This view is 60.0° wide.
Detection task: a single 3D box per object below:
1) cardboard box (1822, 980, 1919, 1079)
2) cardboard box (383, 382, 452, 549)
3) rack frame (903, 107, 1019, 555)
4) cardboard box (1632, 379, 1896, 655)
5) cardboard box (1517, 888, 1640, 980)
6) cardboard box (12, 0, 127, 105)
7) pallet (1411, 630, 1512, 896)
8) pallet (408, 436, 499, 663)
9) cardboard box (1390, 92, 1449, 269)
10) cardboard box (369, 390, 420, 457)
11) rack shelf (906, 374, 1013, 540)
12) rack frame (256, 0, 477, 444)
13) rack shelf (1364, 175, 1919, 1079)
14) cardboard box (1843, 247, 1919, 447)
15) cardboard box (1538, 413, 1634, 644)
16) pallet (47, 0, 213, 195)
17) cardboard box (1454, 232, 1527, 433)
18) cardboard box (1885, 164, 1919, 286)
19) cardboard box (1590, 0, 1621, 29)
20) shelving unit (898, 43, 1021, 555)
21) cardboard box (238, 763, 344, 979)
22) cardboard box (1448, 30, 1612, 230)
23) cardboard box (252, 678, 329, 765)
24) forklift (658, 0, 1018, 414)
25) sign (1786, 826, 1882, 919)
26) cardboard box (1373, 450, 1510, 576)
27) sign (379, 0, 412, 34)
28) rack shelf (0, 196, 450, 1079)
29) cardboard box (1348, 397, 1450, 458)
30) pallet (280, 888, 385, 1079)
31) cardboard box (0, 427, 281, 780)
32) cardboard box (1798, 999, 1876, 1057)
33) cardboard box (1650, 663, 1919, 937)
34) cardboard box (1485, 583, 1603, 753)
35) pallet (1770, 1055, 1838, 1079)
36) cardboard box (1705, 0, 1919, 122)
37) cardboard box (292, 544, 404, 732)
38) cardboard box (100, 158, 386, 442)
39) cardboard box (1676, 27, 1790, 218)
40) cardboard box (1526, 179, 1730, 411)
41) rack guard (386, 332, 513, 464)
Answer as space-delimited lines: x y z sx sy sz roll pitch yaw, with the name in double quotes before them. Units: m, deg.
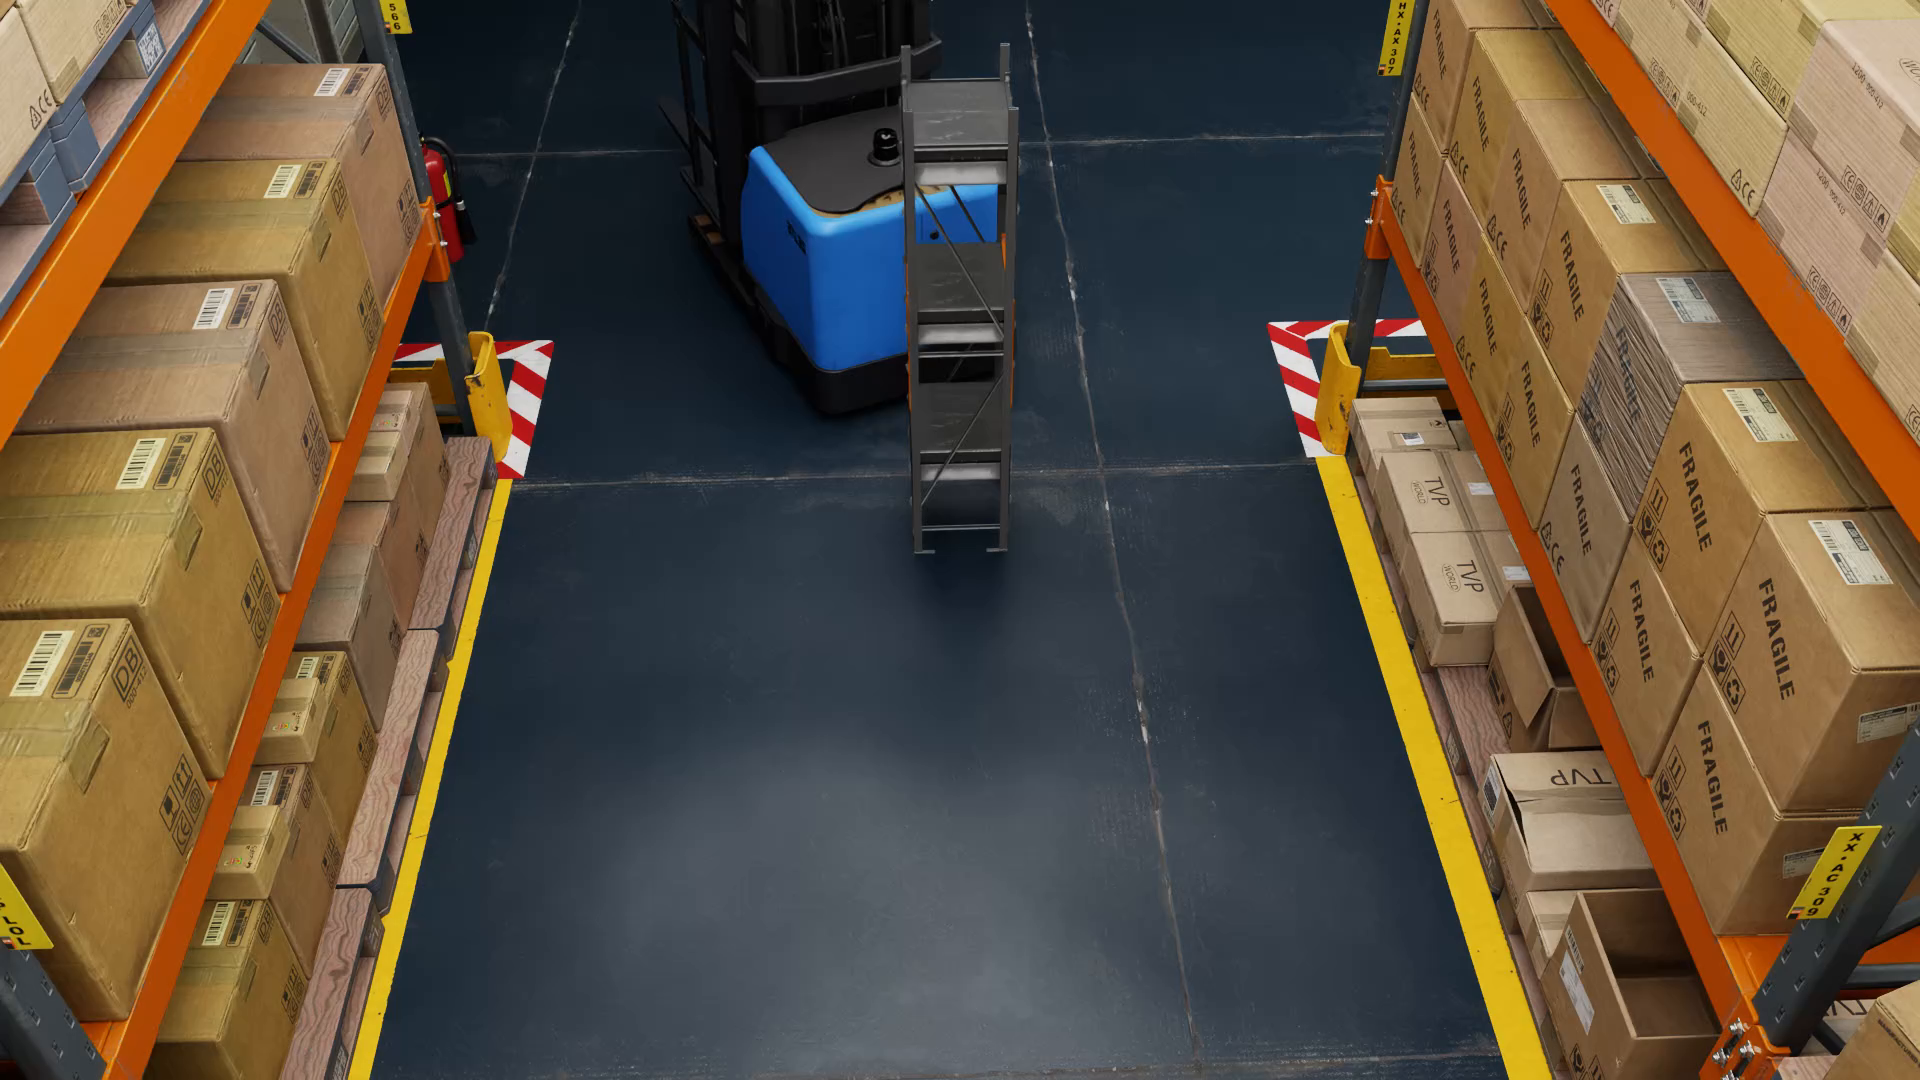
"cardboard box" 2.231 1.156 3.384 0.700 0.500 0.500 -15 45 -16
"cardboard box" -2.555 -0.298 6.894 0.700 0.500 0.500 -2 43 -2
"rack frame" 0.003 -0.721 6.483 0.400 2.100 0.015 -2 43 -2
"cardboard box" 2.130 -0.064 4.286 0.500 0.500 0.500 -2 43 -3
"cardboard box" 2.051 1.282 5.416 0.380 0.149 0.250 -2 43 -2
"cardboard box" -2.317 -1.241 3.890 0.500 0.250 0.500 -3 43 -3
"pallet" 2.351 0.760 6.265 1.003 0.211 1.213 -2 43 -2
"pallet" -2.572 0.031 7.060 1.003 0.211 1.213 -2 43 -2
"cardboard box" 2.020 -1.409 6.493 0.500 0.500 0.500 -1 43 -1
"cardboard box" -2.367 -0.456 6.586 0.380 0.149 0.250 -2 43 -2
"rack shelf" -0.007 -0.360 7.145 0.431 0.518 0.480 -2 43 -2
"rack frame" -2.685 -1.534 6.704 1.000 3.000 0.127 -2 43 -2
"rack shelf" 2.349 -0.064 5.632 1.077 0.370 4.000 -2 43 -2
"cardboard box" 2.148 -0.350 3.303 0.500 0.250 0.500 -2 43 -2
"cardboard box" 2.109 -0.040 5.000 0.500 0.500 0.500 -1 43 -1
"pallet" -2.588 -1.281 4.274 1.003 0.211 1.213 -2 43 -2
"cardboard box" 2.066 -0.722 5.743 0.500 0.500 0.500 -2 43 -2
"cardboard box" 2.142 -0.534 3.134 0.500 0.250 0.500 -2 43 -2
"cardboard box" 2.063 -1.700 4.776 0.500 0.250 0.500 -2 43 -2
"shelving unit" -0.007 -0.886 6.662 0.431 2.100 0.503 -2 43 -2
"cardboard box" -2.462 1.086 5.385 0.700 0.500 0.500 -2 43 -2
"cardboard box" 2.050 -1.425 5.770 0.500 0.500 0.500 -1 43 -1
"cardboard box" -2.299 0.597 5.438 0.380 0.149 0.250 -3 43 -3
"forklift" -0.813 -2.671 7.995 1.130 2.935 3.031 -18 45 -18
"sign" 1.893 0.723 3.601 0.100 0.325 0.005 -2 43 -2
"cardboard box" 2.025 -0.115 6.865 0.500 0.250 0.500 -2 43 -2
"sign" -2.142 -2.055 6.240 0.100 0.325 0.005 -2 43 -2
"rack shelf" -2.600 0.081 5.474 1.077 0.370 4.000 -2 43 -2
"cardboard box" 1.939 -0.498 7.357 0.380 0.149 0.250 -2 43 -2
"pallet" -2.469 1.678 5.263 1.003 0.211 1.213 -2 43 -2
"cardboard box" -2.547 0.196 4.594 0.980 0.700 0.700 -3 43 -3
"cardboard box" 2.633 1.561 4.992 0.500 0.311 0.500 -2 43 -2
"cardboard box" 2.157 0.654 4.242 0.500 0.500 0.500 -1 43 -1
"cardboard box" 2.349 0.511 5.994 0.797 0.503 0.637 -2 43 -2
"pallet" 2.359 1.635 3.389 1.003 0.211 1.213 -2 43 -2
"cardboard box" 2.106 -1.209 3.870 0.500 0.250 0.500 -2 43 -2
"cardboard box" -2.512 0.379 6.155 0.700 0.500 0.500 -3 43 -3
"cardboard box" -2.611 -0.810 5.692 0.980 0.700 0.700 -2 43 -2
"cardboard box" 2.108 -1.025 4.039 0.500 0.250 0.500 -2 43 -2
"cardboard box" 2.088 -0.744 5.028 0.500 0.500 0.500 -2 43 -2
"rack guard" -2.686 -0.629 7.566 1.175 0.500 0.348 -2 43 -2
